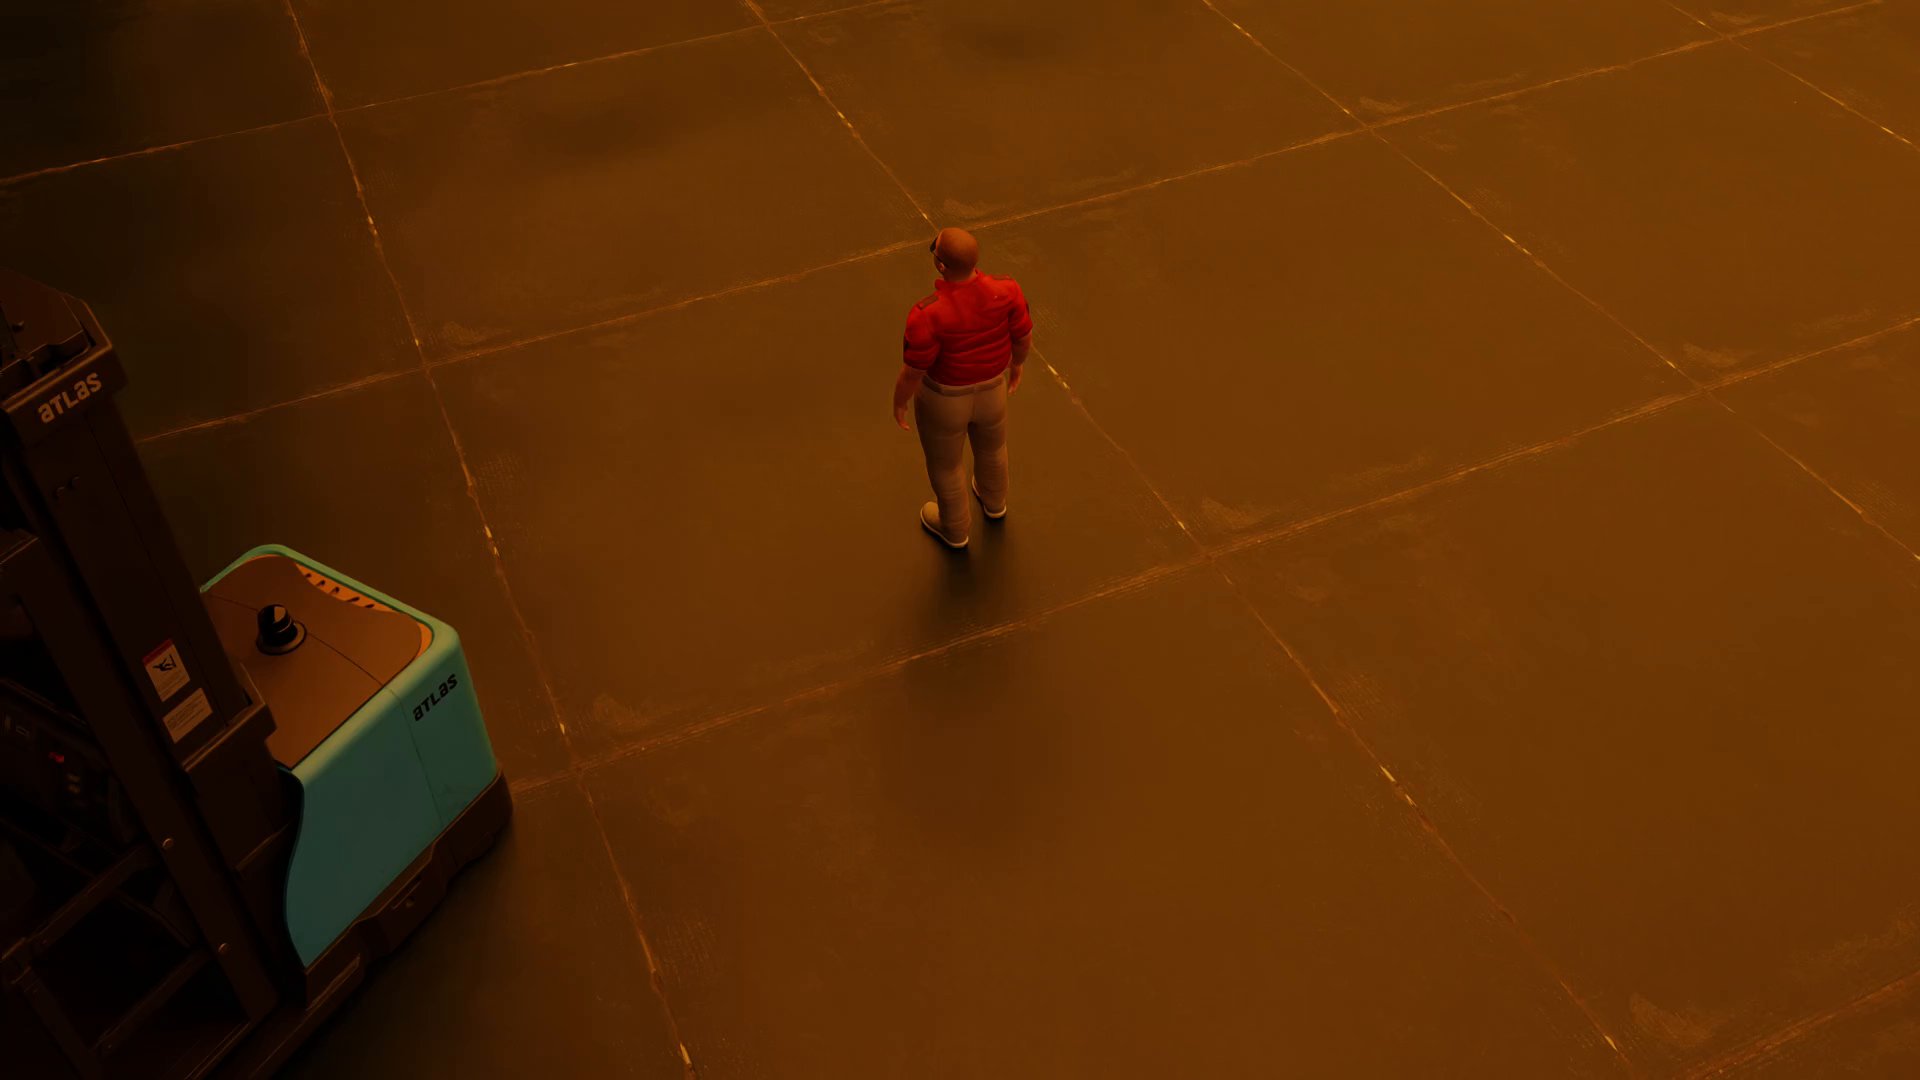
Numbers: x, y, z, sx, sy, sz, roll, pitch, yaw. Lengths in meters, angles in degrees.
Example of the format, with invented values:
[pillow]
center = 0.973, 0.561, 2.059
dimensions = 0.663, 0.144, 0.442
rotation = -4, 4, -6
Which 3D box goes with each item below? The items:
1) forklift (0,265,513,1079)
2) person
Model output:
[forklift]
center = -2.943, 0.739, 4.888
dimensions = 1.130, 2.935, 3.031
rotation = 22, 47, 22
[person]
center = -0.027, -0.696, 7.297
dimensions = 0.640, 1.727, 0.551
rotation = -18, 46, -18
